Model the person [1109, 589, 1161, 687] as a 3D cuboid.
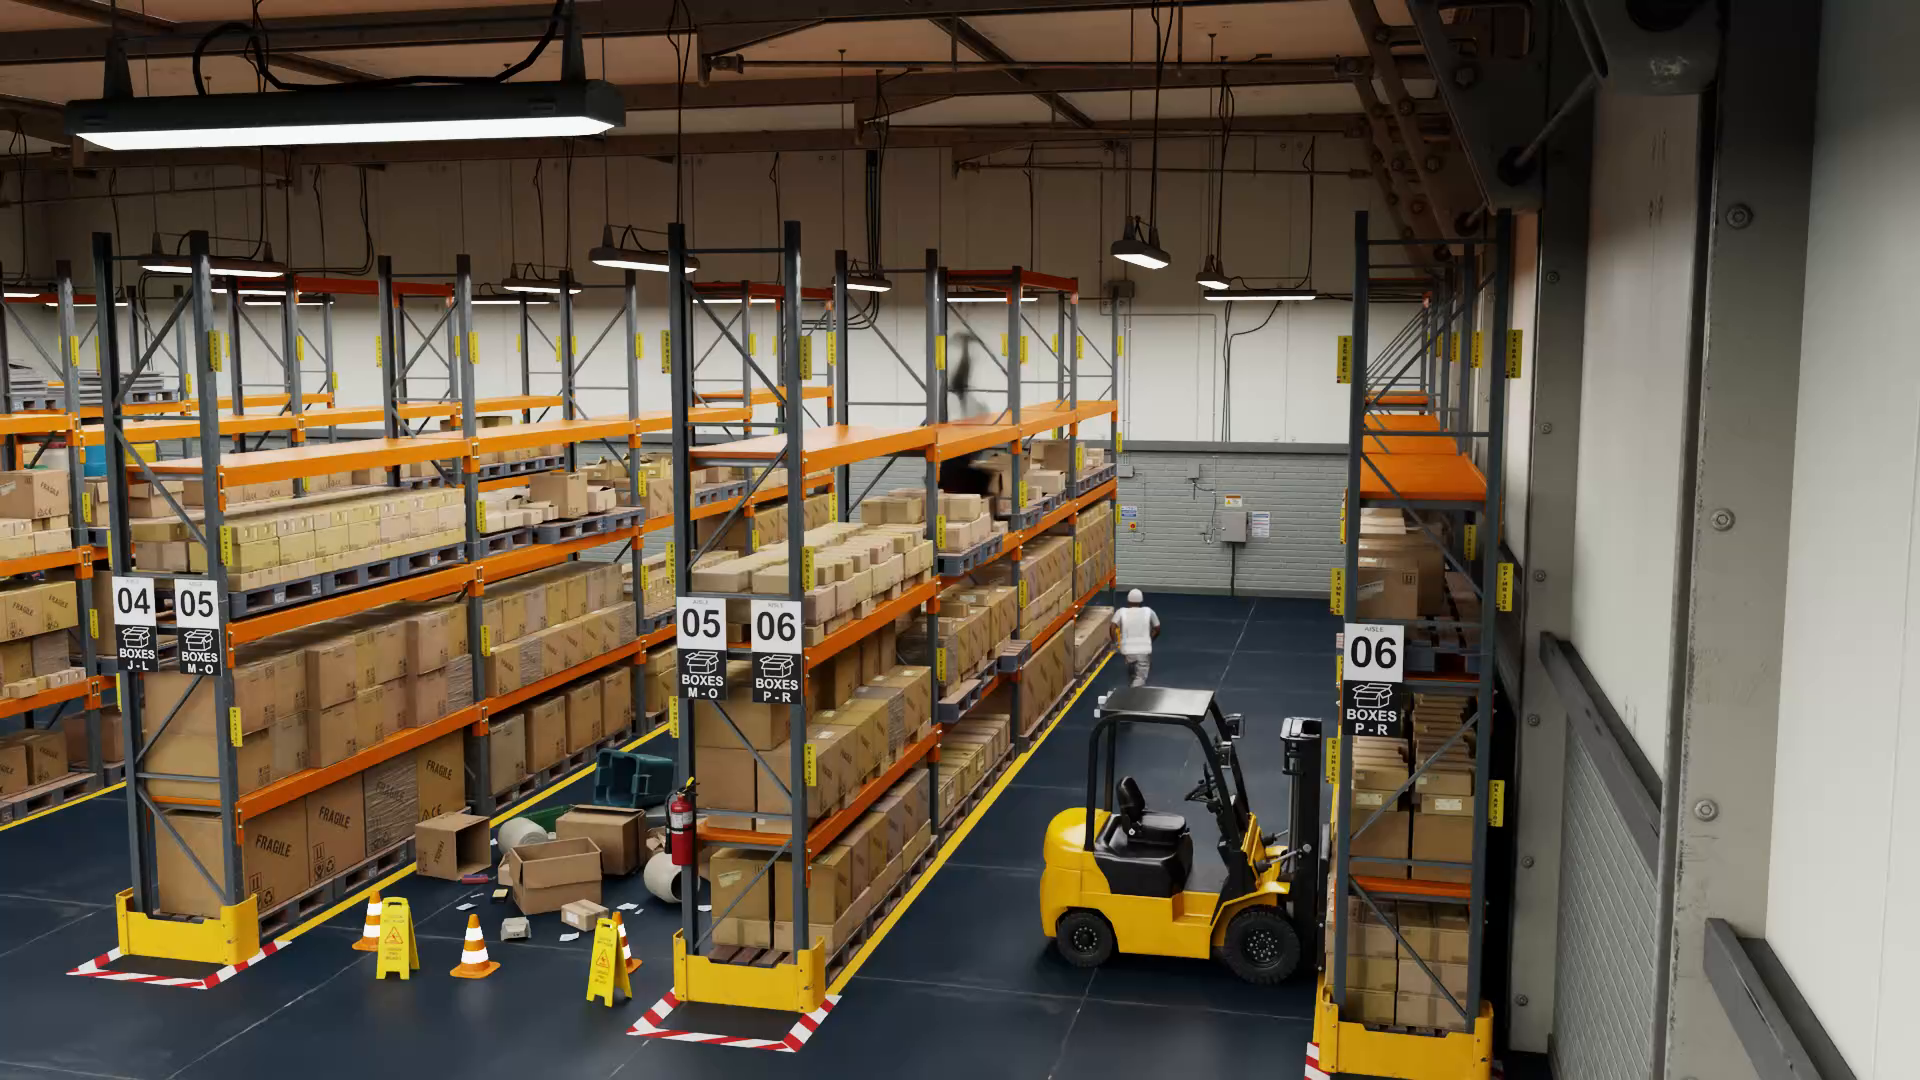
[{"bbox_3d":[2.362,1.568,22.445,0.681,1.769,1.128,2,7,12],"label":"person"}]
